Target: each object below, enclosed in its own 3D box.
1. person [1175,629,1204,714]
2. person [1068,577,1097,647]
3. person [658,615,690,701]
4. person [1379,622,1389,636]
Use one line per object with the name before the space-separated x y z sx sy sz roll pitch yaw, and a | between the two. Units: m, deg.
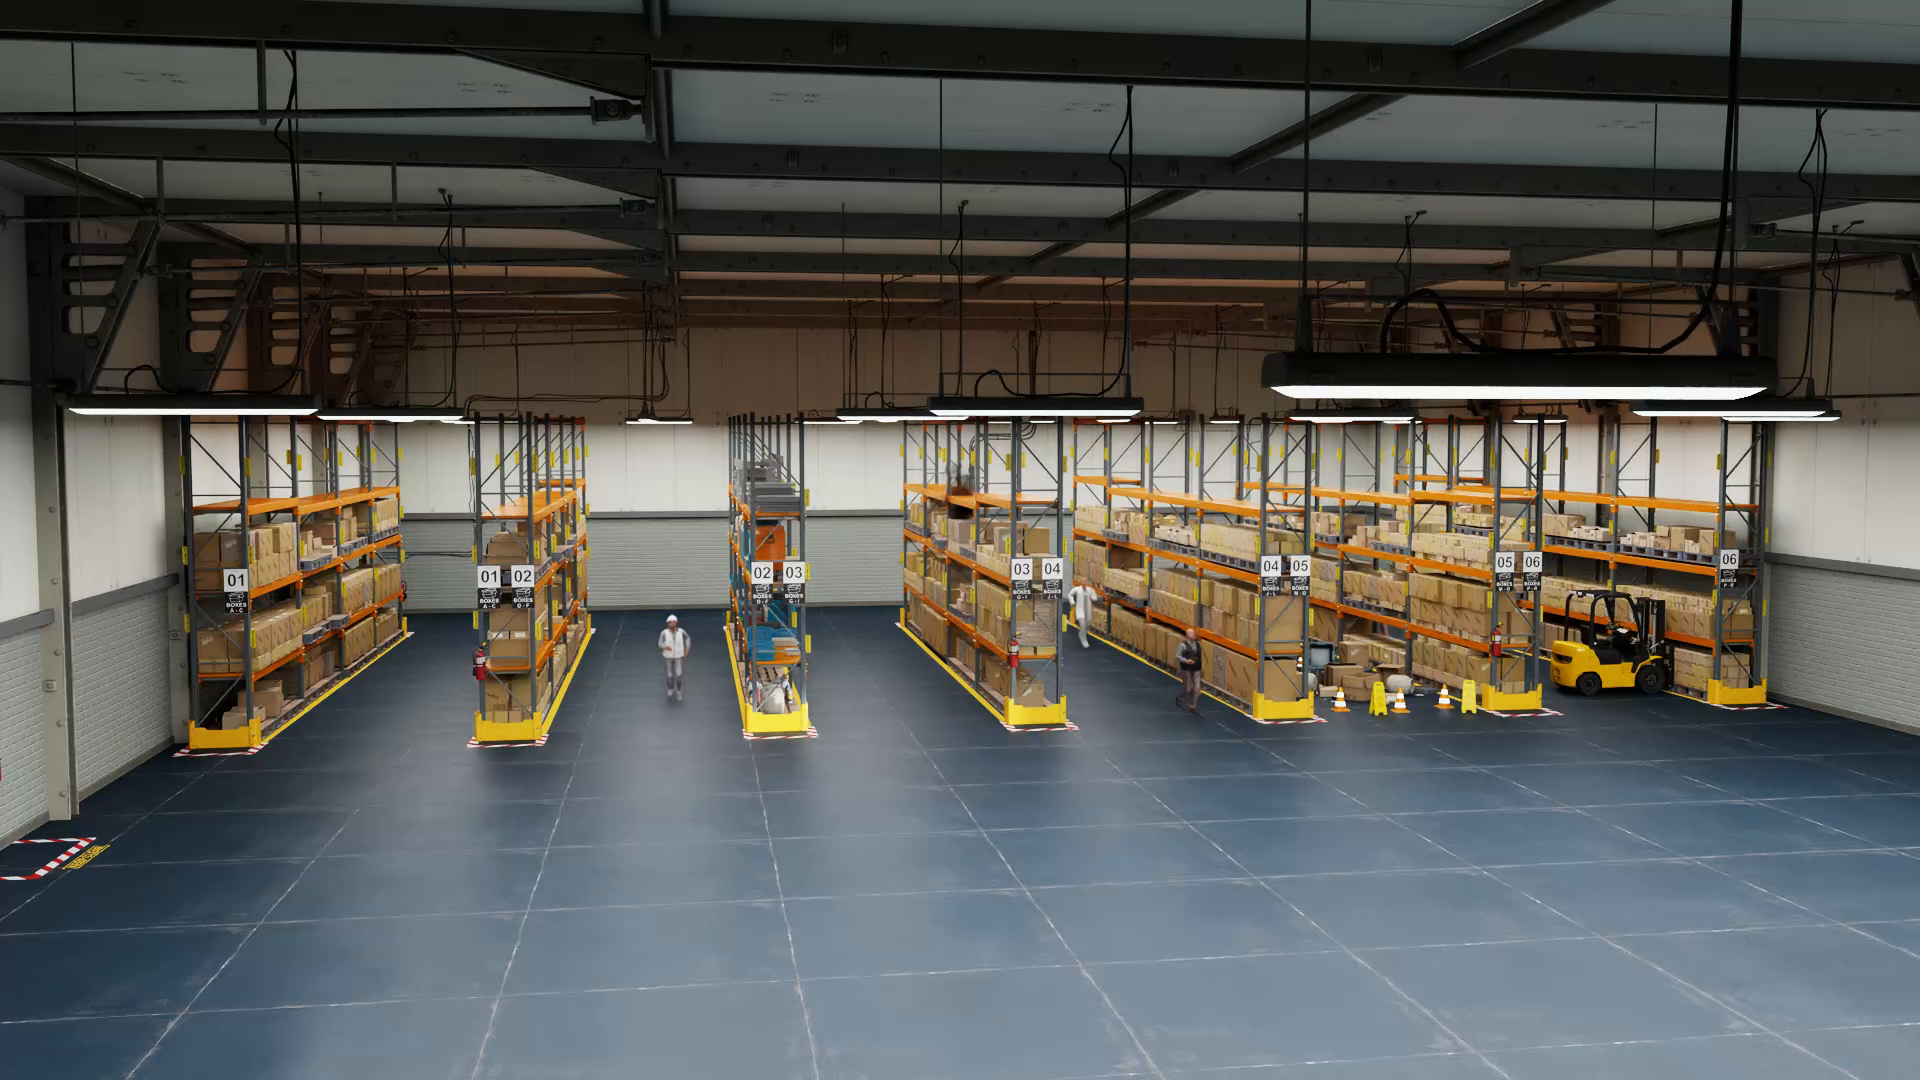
person | 4.604 2.611 33.318 0.664 1.687 0.720 -2 4 -23
person | 3.231 1.856 43.375 0.695 1.781 1.045 -1 4 -15
person | -5.997 2.488 34.883 0.671 1.834 0.733 -1 4 -12
person | 11.078 1.899 44.025 0.581 1.709 0.871 0 4 -4
